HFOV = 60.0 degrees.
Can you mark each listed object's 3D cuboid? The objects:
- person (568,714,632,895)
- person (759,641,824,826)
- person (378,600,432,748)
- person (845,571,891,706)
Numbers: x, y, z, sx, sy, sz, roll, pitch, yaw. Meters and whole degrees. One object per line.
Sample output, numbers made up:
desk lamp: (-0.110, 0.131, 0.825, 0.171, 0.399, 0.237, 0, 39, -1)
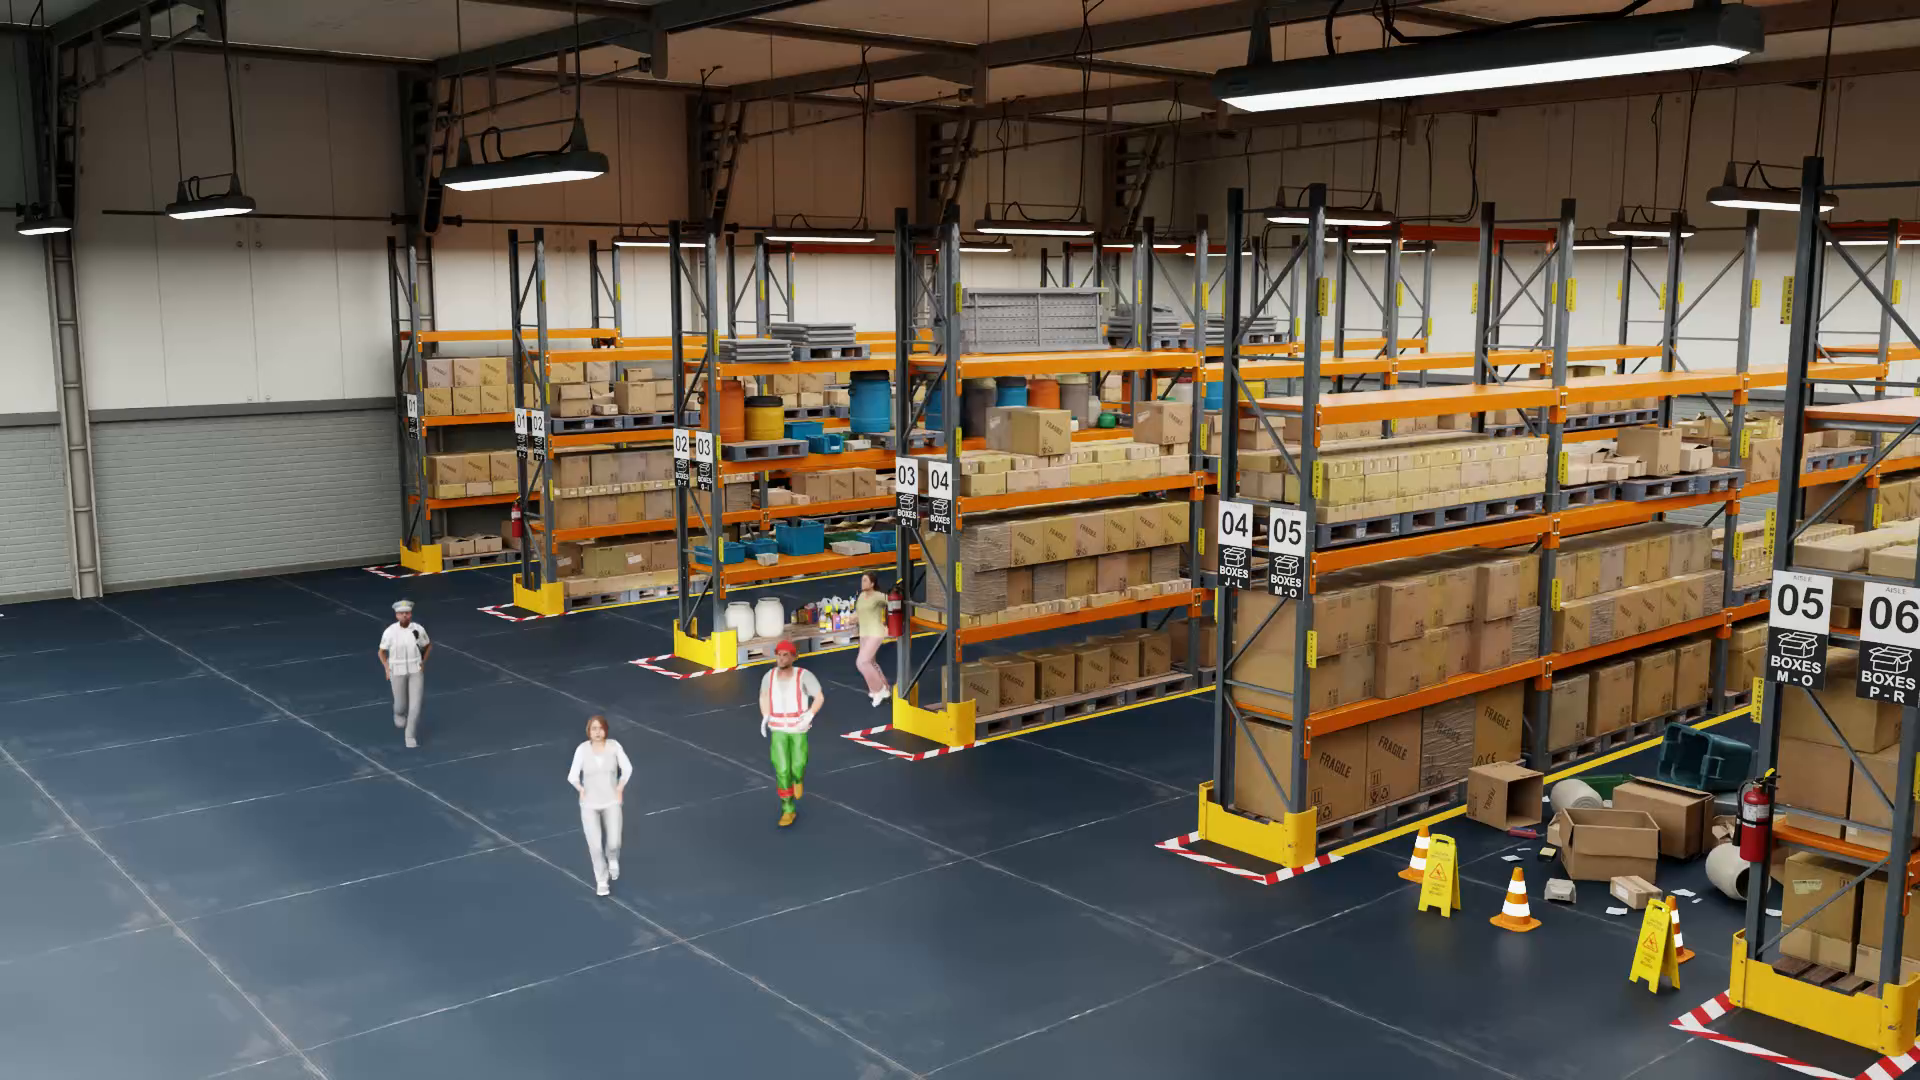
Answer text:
person: (-3.044, 2.259, 14.099, 0.530, 1.533, 0.552, -2, 9, -12)
person: (-1.647, 1.838, 16.168, 0.650, 1.766, 0.707, 1, 9, 7)
person: (-6.253, 1.483, 18.793, 0.575, 1.662, 0.589, -4, 10, -24)
person: (-1.104, 1.215, 20.507, 0.647, 1.678, 0.605, -7, 11, -39)
